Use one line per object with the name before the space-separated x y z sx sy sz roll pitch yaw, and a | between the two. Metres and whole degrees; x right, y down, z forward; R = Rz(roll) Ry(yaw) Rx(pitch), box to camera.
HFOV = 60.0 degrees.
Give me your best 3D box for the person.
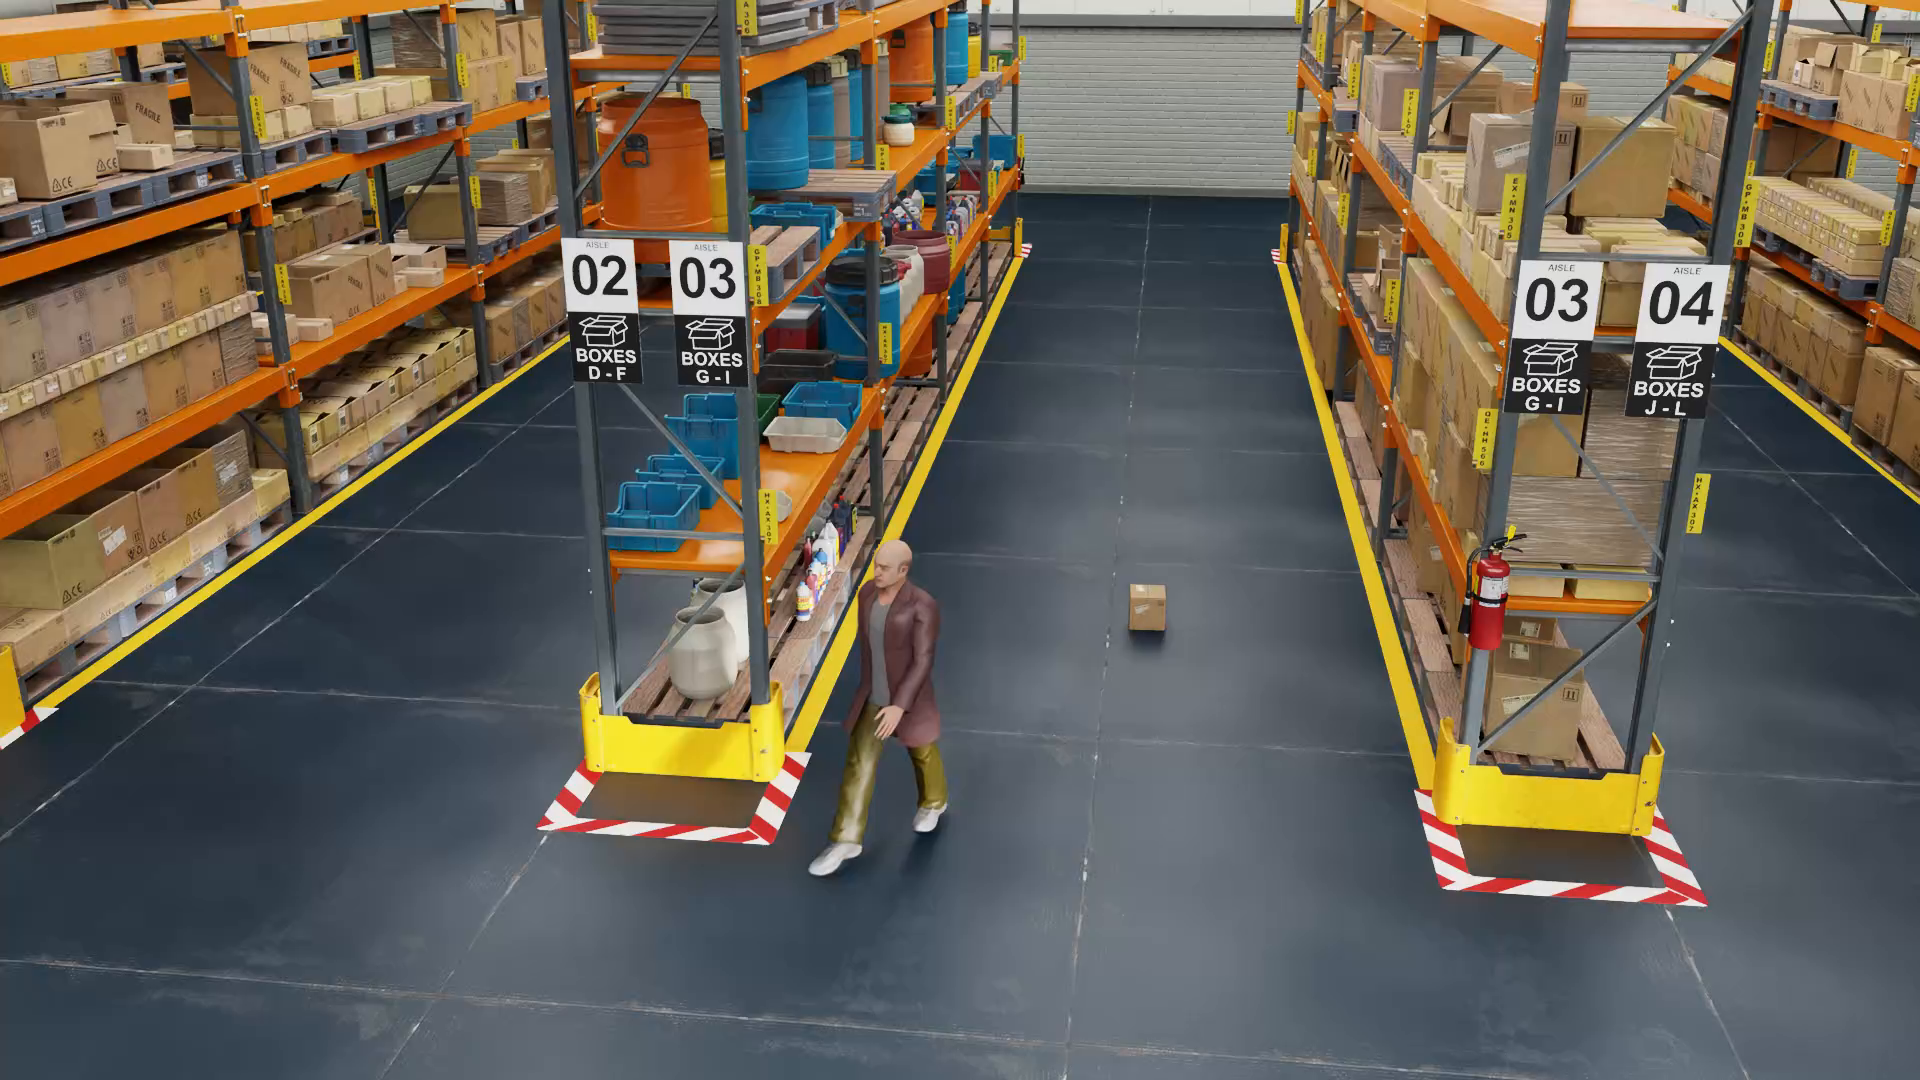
person | -0.412 0.856 8.800 0.585 1.733 1.060 13 24 30
